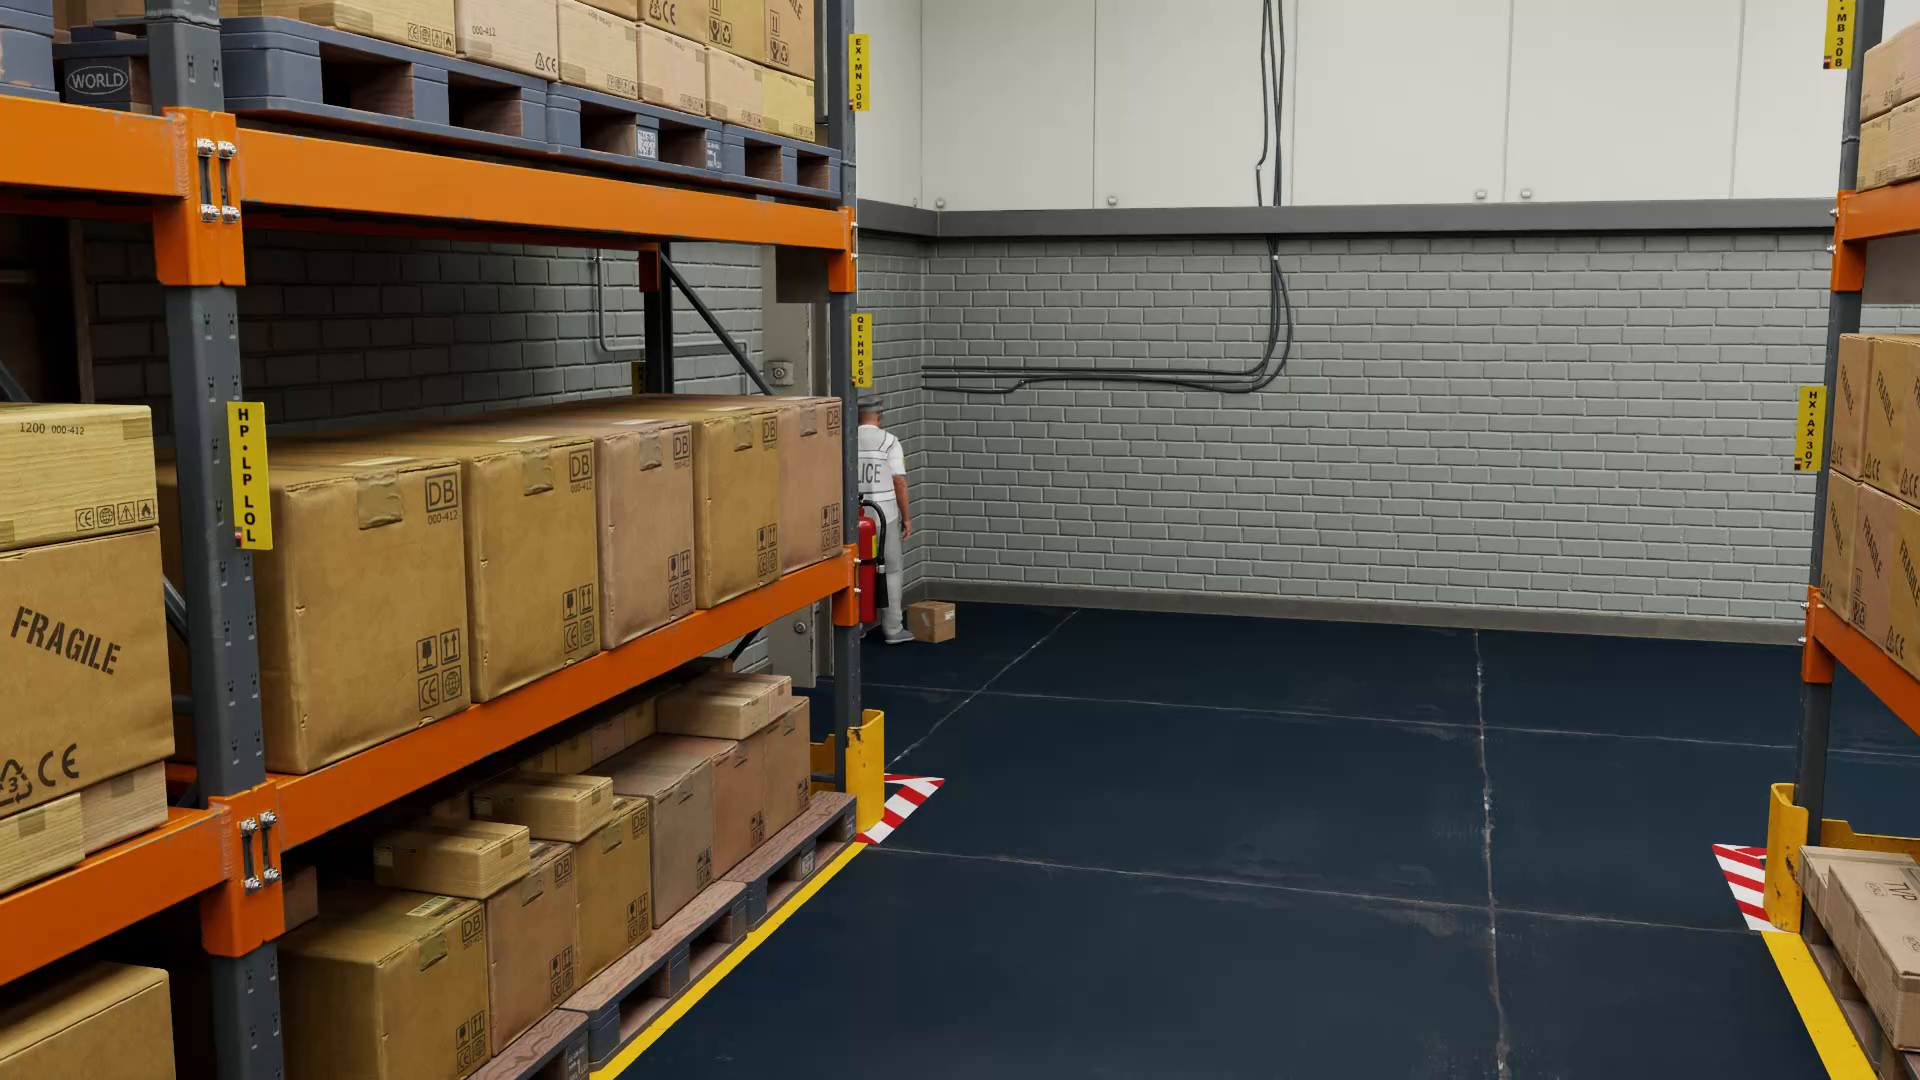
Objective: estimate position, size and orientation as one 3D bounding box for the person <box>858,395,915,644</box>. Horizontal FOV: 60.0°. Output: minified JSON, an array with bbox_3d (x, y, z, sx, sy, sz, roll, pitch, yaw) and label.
[{"bbox_3d":[-0.641,-0.139,11.764,0.592,1.748,0.435,2,9,15],"label":"person"}]
